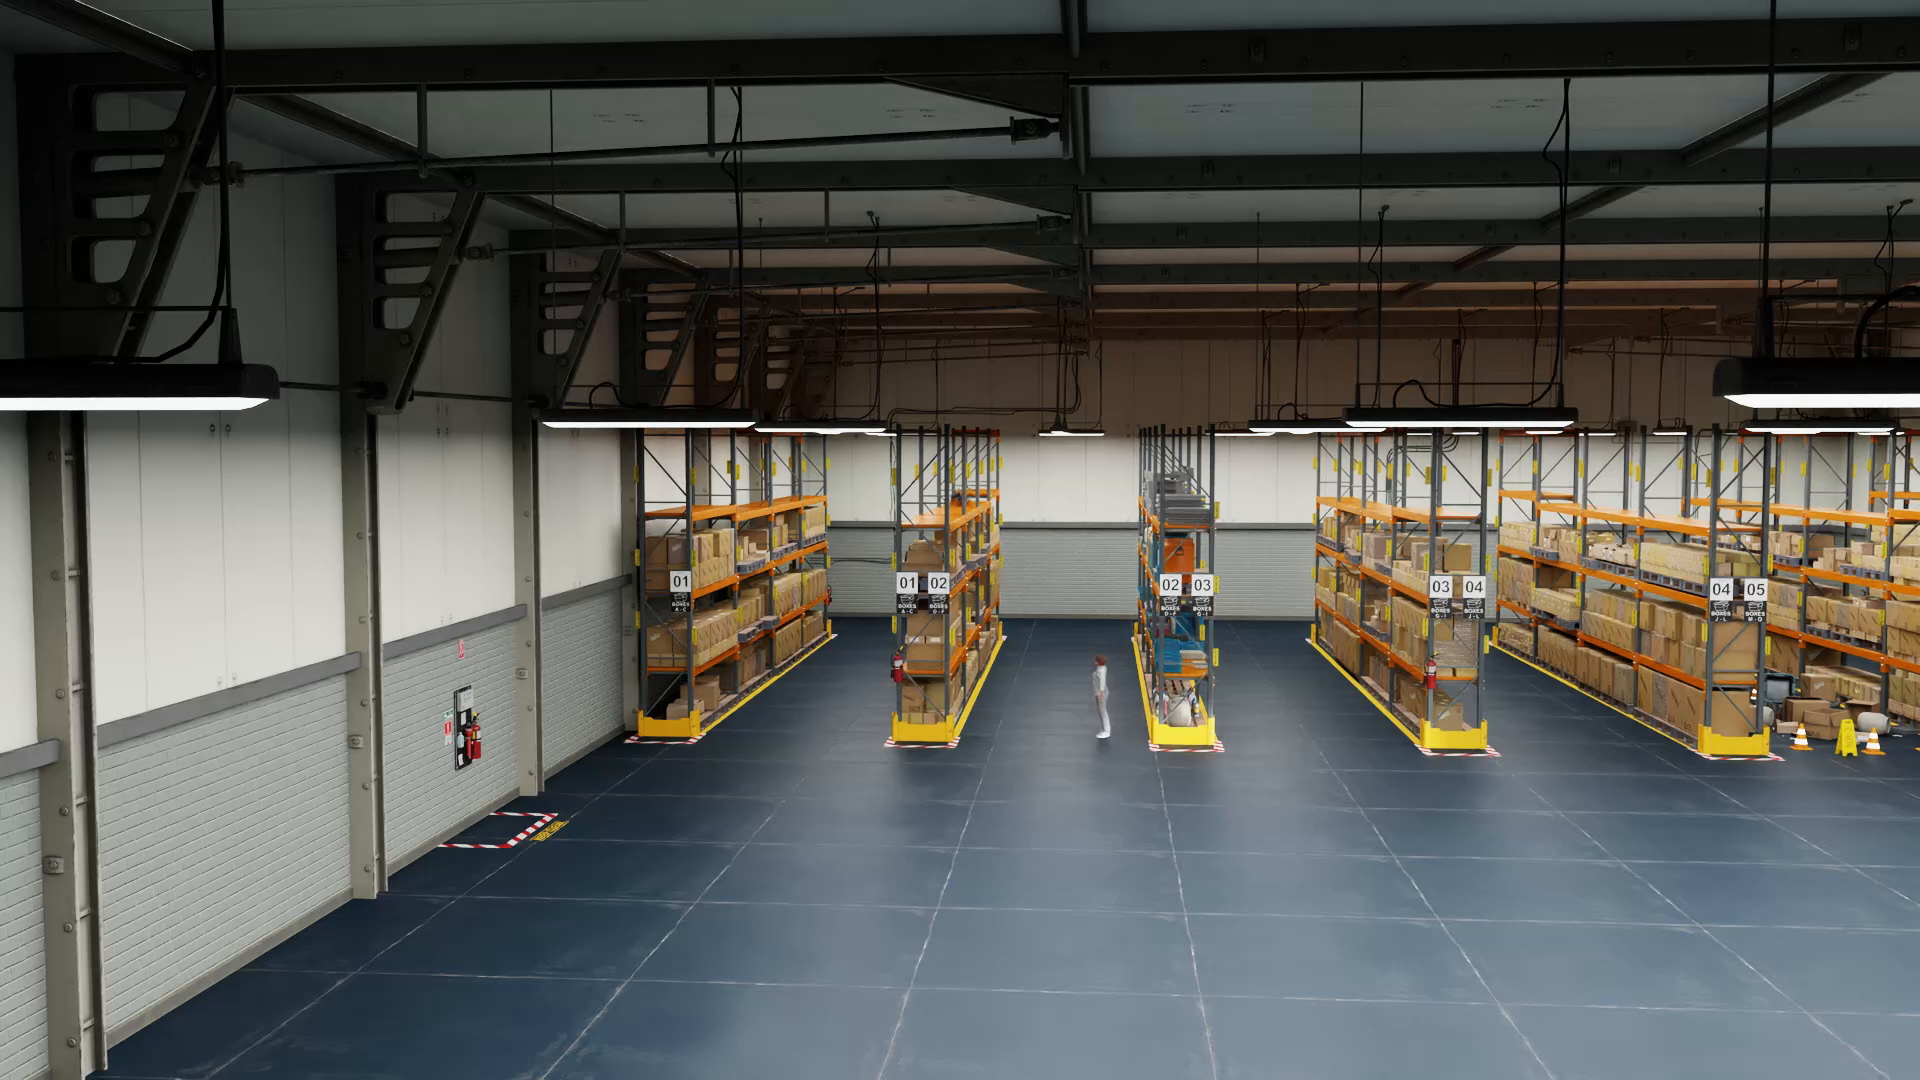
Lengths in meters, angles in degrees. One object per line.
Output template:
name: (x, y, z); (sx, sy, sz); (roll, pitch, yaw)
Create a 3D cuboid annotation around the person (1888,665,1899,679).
person: (21.816, 2.499, 38.882); (0.501, 1.813, 0.597); (3, 5, 44)

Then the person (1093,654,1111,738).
person: (2.714, 2.997, 31.846); (0.347, 1.619, 0.512); (0, 3, -1)
